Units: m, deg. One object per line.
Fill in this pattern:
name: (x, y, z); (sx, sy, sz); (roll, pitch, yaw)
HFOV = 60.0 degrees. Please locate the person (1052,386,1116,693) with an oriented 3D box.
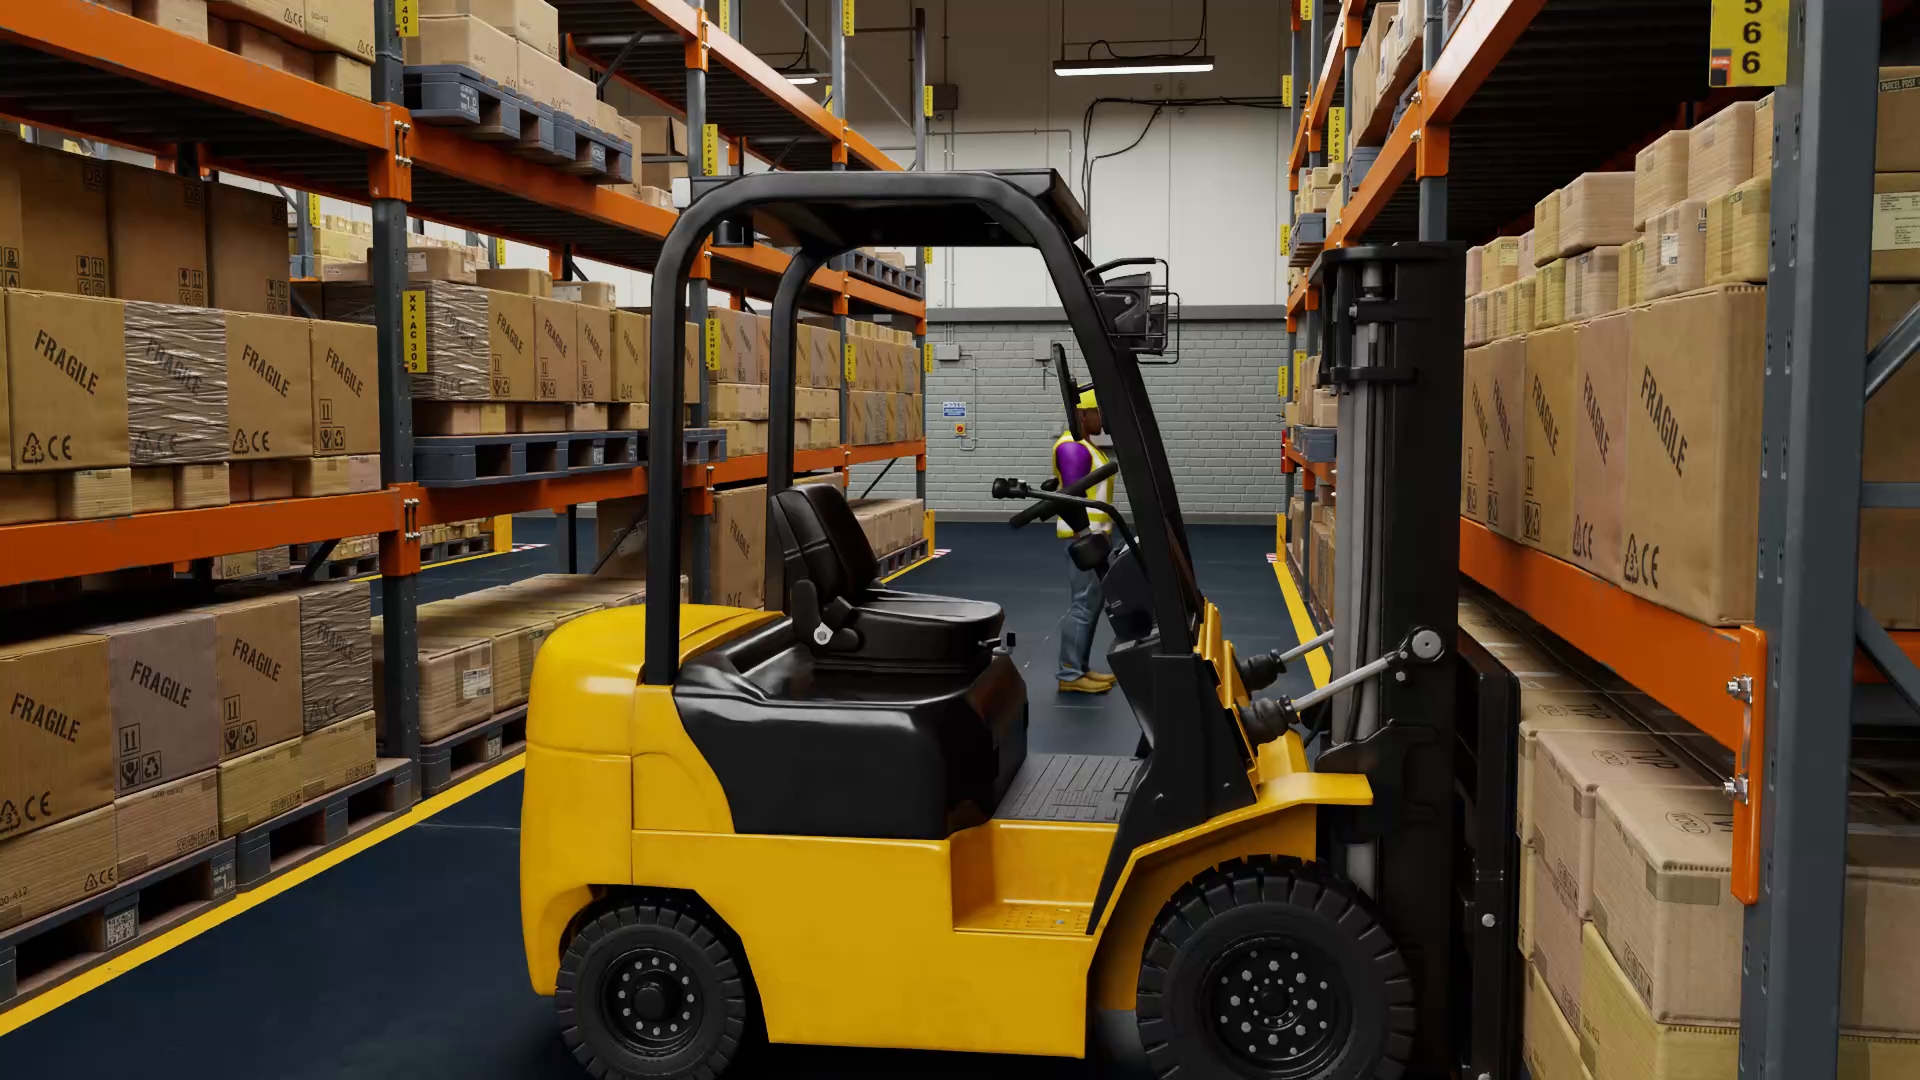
person: (0.726, -0.013, 9.675); (0.360, 1.762, 0.564); (1, 5, 10)
